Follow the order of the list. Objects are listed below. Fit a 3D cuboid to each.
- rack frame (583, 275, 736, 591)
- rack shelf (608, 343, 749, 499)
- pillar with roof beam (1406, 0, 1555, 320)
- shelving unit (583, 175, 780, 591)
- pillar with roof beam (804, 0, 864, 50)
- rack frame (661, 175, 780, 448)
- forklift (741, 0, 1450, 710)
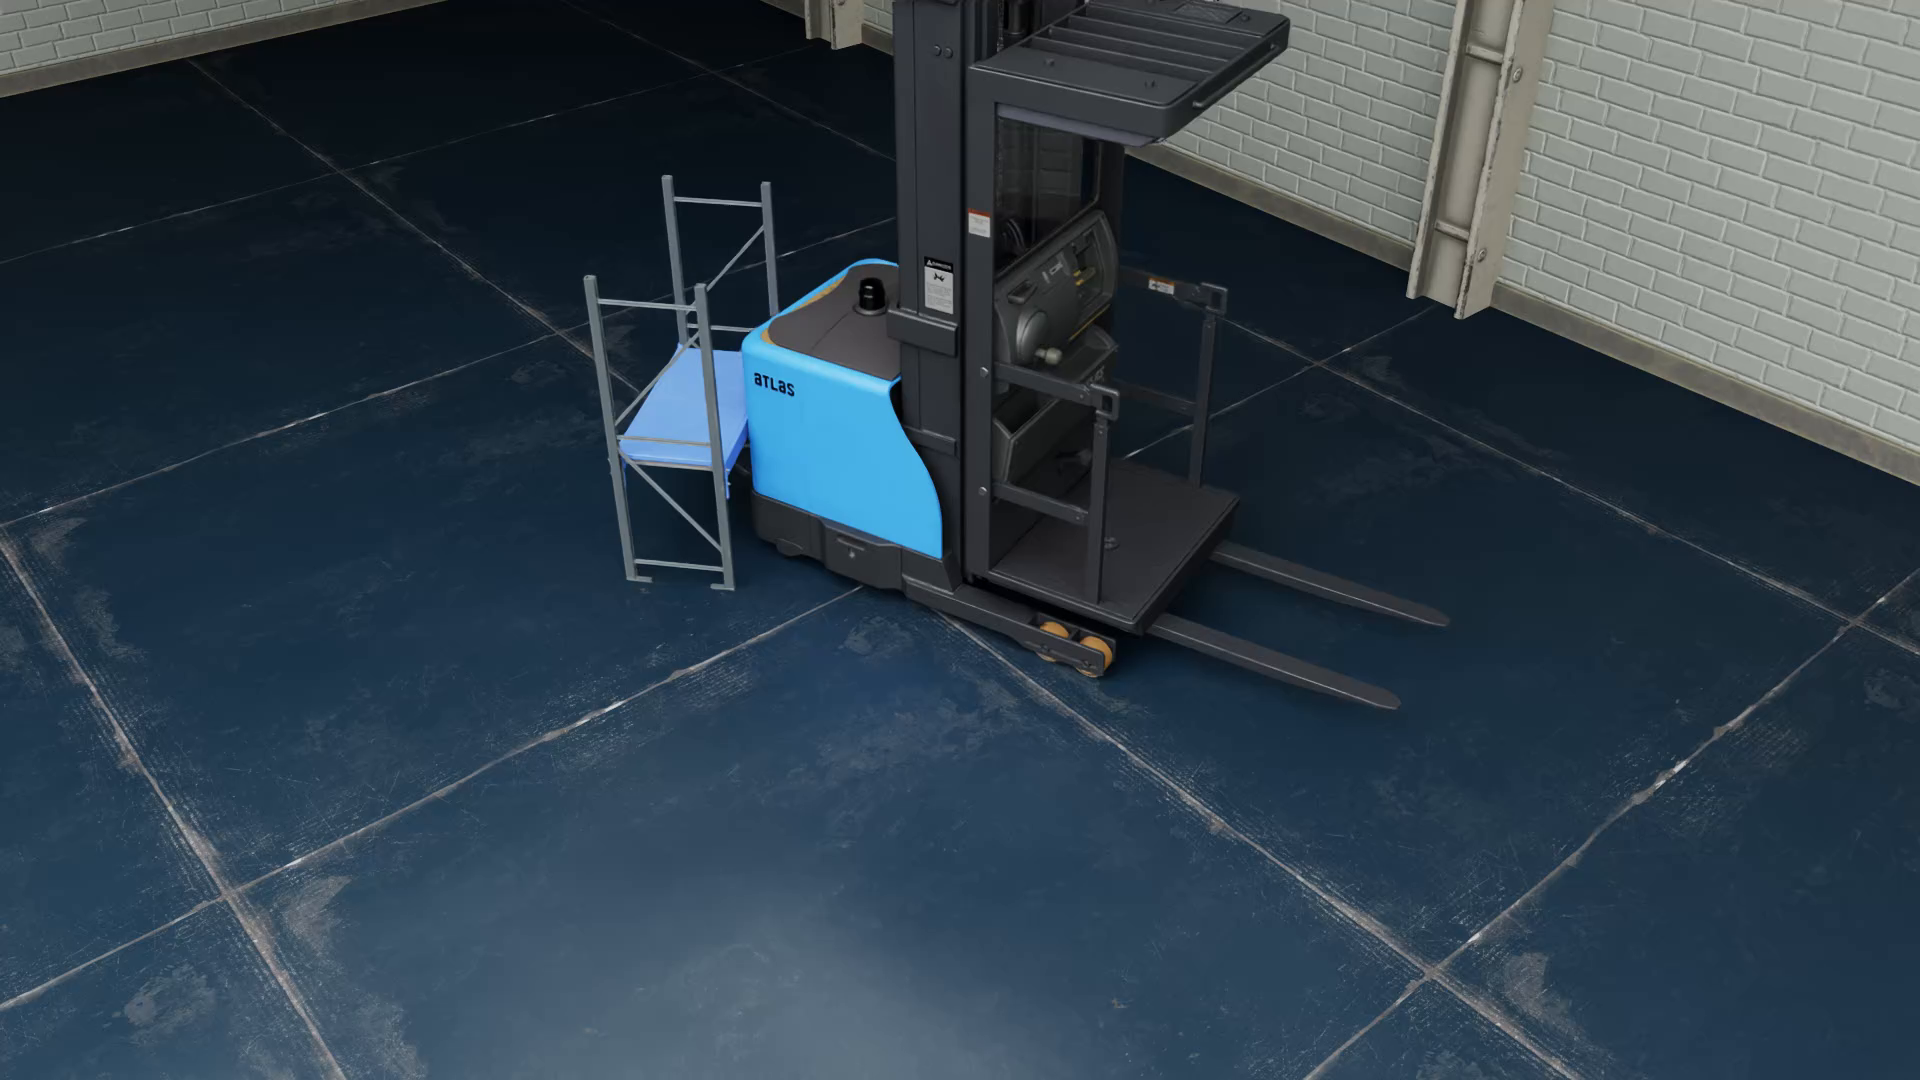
[{"bbox_3d":[-1.253,-0.416,7.040,0.500,1.500,0.032,5,36,8],"label":"rack frame"},{"bbox_3d":[-1.171,-0.559,7.553,0.538,0.185,1.000,5,36,8],"label":"rack shelf"},{"bbox_3d":[-0.426,-3.472,4.867,9.100,9.000,0.400,-26,43,-32],"label":"pillar with roof beam"},{"bbox_3d":[-1.171,-0.706,7.449,0.538,1.500,1.048,5,36,8],"label":"shelving unit"},{"bbox_3d":[-4.298,-6.122,8.607,9.100,9.000,0.400,-26,43,-32],"label":"pillar with roof beam"},{"bbox_3d":[-1.089,-0.996,7.858,0.500,1.500,0.032,5,36,8],"label":"rack frame"},{"bbox_3d":[0.571,-0.977,6.593,3.031,2.935,1.130,19,40,25],"label":"forklift"}]
